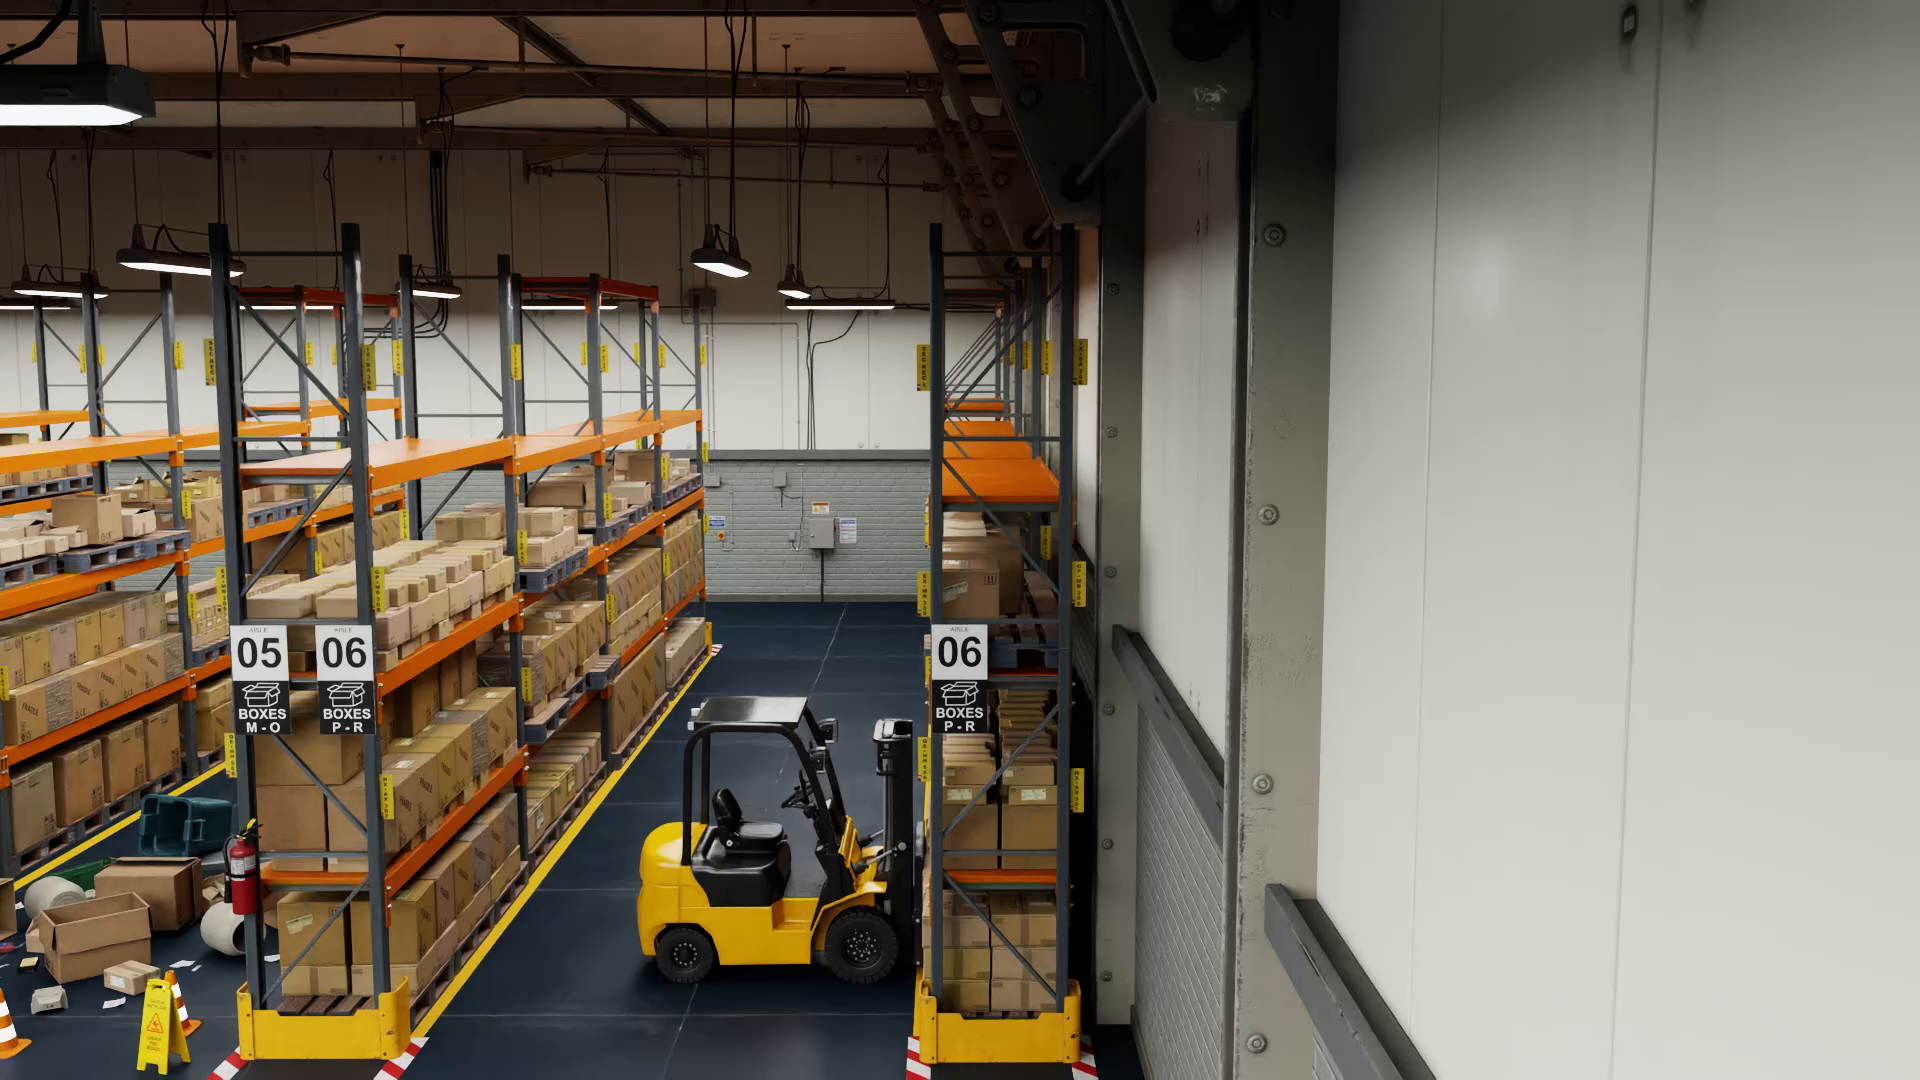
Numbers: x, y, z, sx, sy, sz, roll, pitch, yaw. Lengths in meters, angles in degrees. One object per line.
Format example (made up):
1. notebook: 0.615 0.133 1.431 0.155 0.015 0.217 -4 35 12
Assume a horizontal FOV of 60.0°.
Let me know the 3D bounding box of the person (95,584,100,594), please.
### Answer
1. person: -13.148 1.398 25.563 0.453 1.540 0.972 0 7 -2
